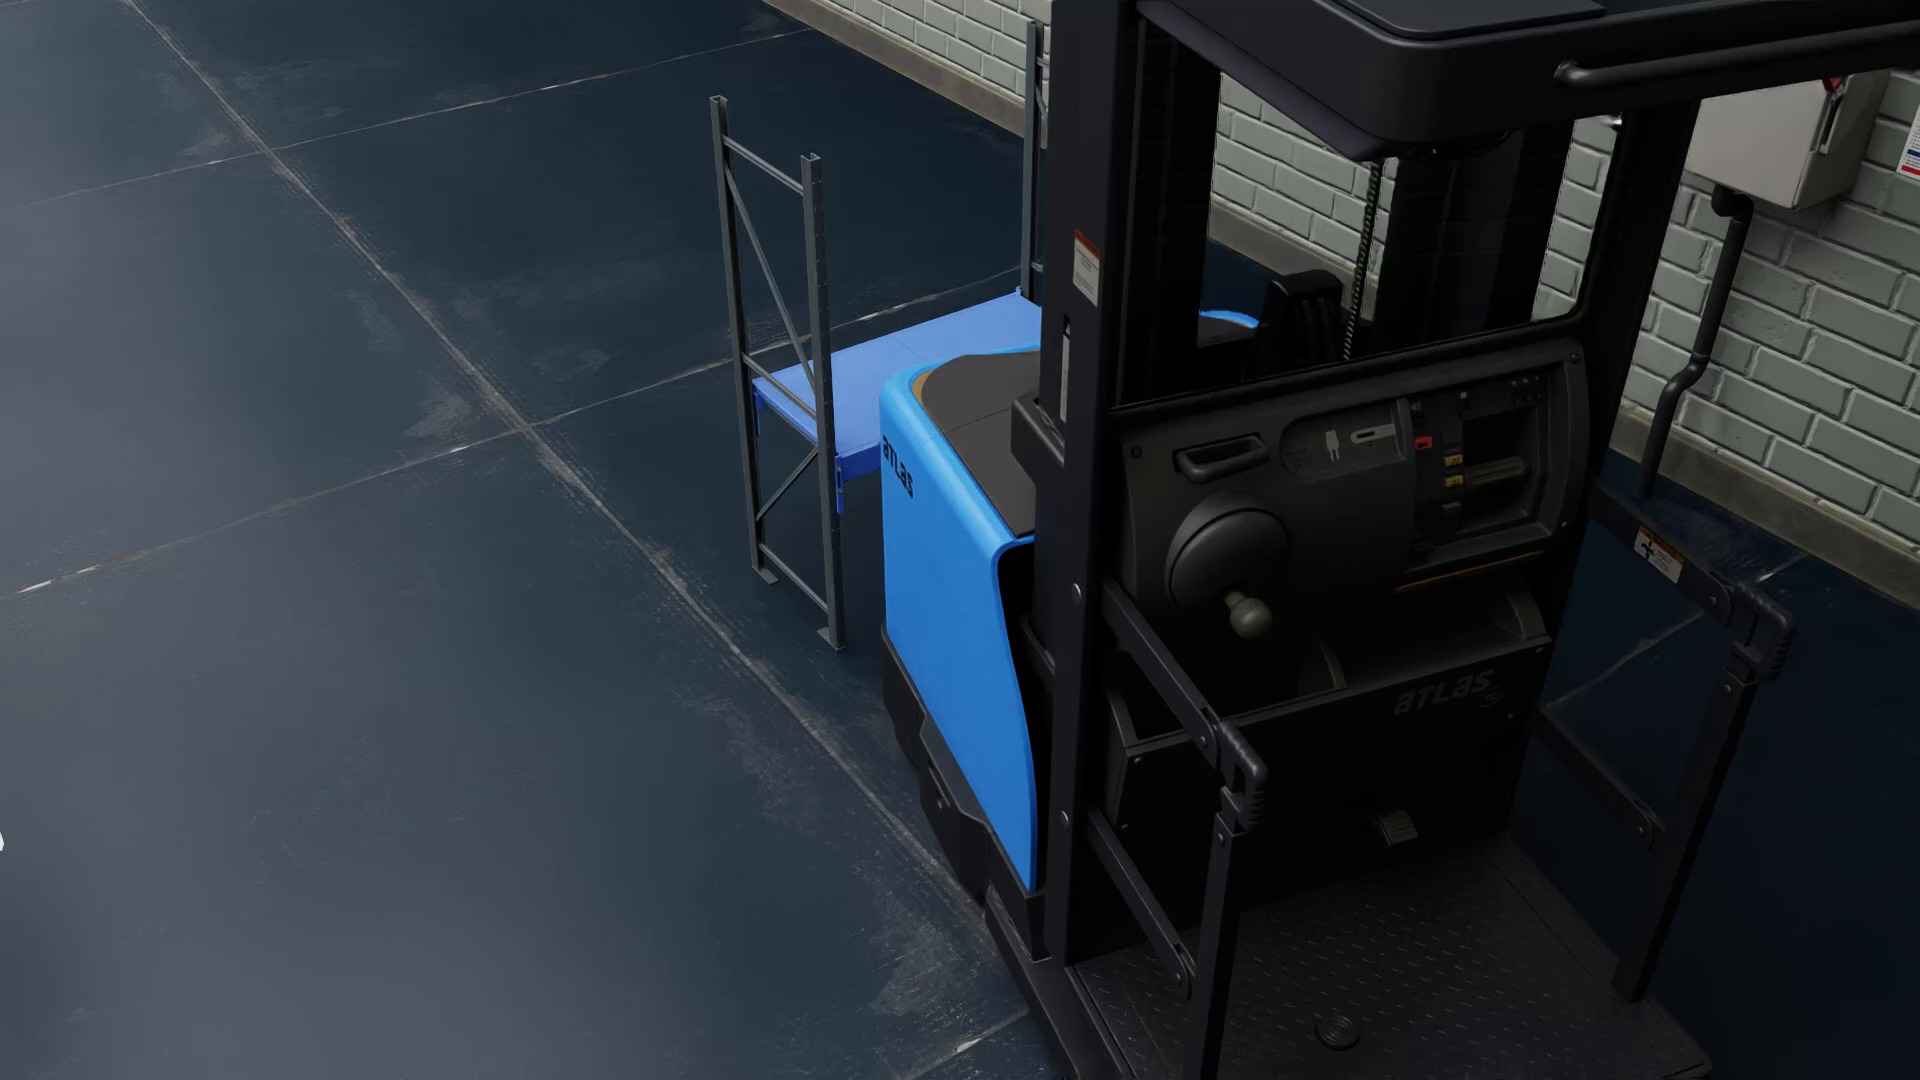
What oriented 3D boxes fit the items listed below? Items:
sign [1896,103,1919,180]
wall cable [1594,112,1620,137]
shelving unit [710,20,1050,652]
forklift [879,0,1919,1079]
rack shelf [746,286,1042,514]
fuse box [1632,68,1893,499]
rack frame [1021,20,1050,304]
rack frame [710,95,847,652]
[{"bbox_3d":[2.684,-1.141,4.349,0.001,0.494,0.329,-22,41,-28],"label":"sign"},{"bbox_3d":[1.966,-2.137,4.782,0.122,1.984,0.588,-22,41,-28],"label":"wall cable"},{"bbox_3d":[-0.070,-0.580,4.772,1.048,1.500,0.538,-22,41,-28],"label":"shelving unit"},{"bbox_3d":[0.791,-0.024,2.774,1.130,2.935,3.031,-13,38,-17],"label":"forklift"},{"bbox_3d":[-0.070,-0.434,4.877,1.000,0.185,0.538,-22,41,-28],"label":"rack shelf"},{"bbox_3d":[2.230,-0.823,4.928,0.414,1.711,0.539,-22,41,-28],"label":"fuse box"},{"bbox_3d":[0.346,-0.751,5.010,0.032,1.500,0.500,-22,41,-28],"label":"rack frame"},{"bbox_3d":[-0.485,-0.409,4.534,0.032,1.500,0.500,-22,41,-28],"label":"rack frame"}]
